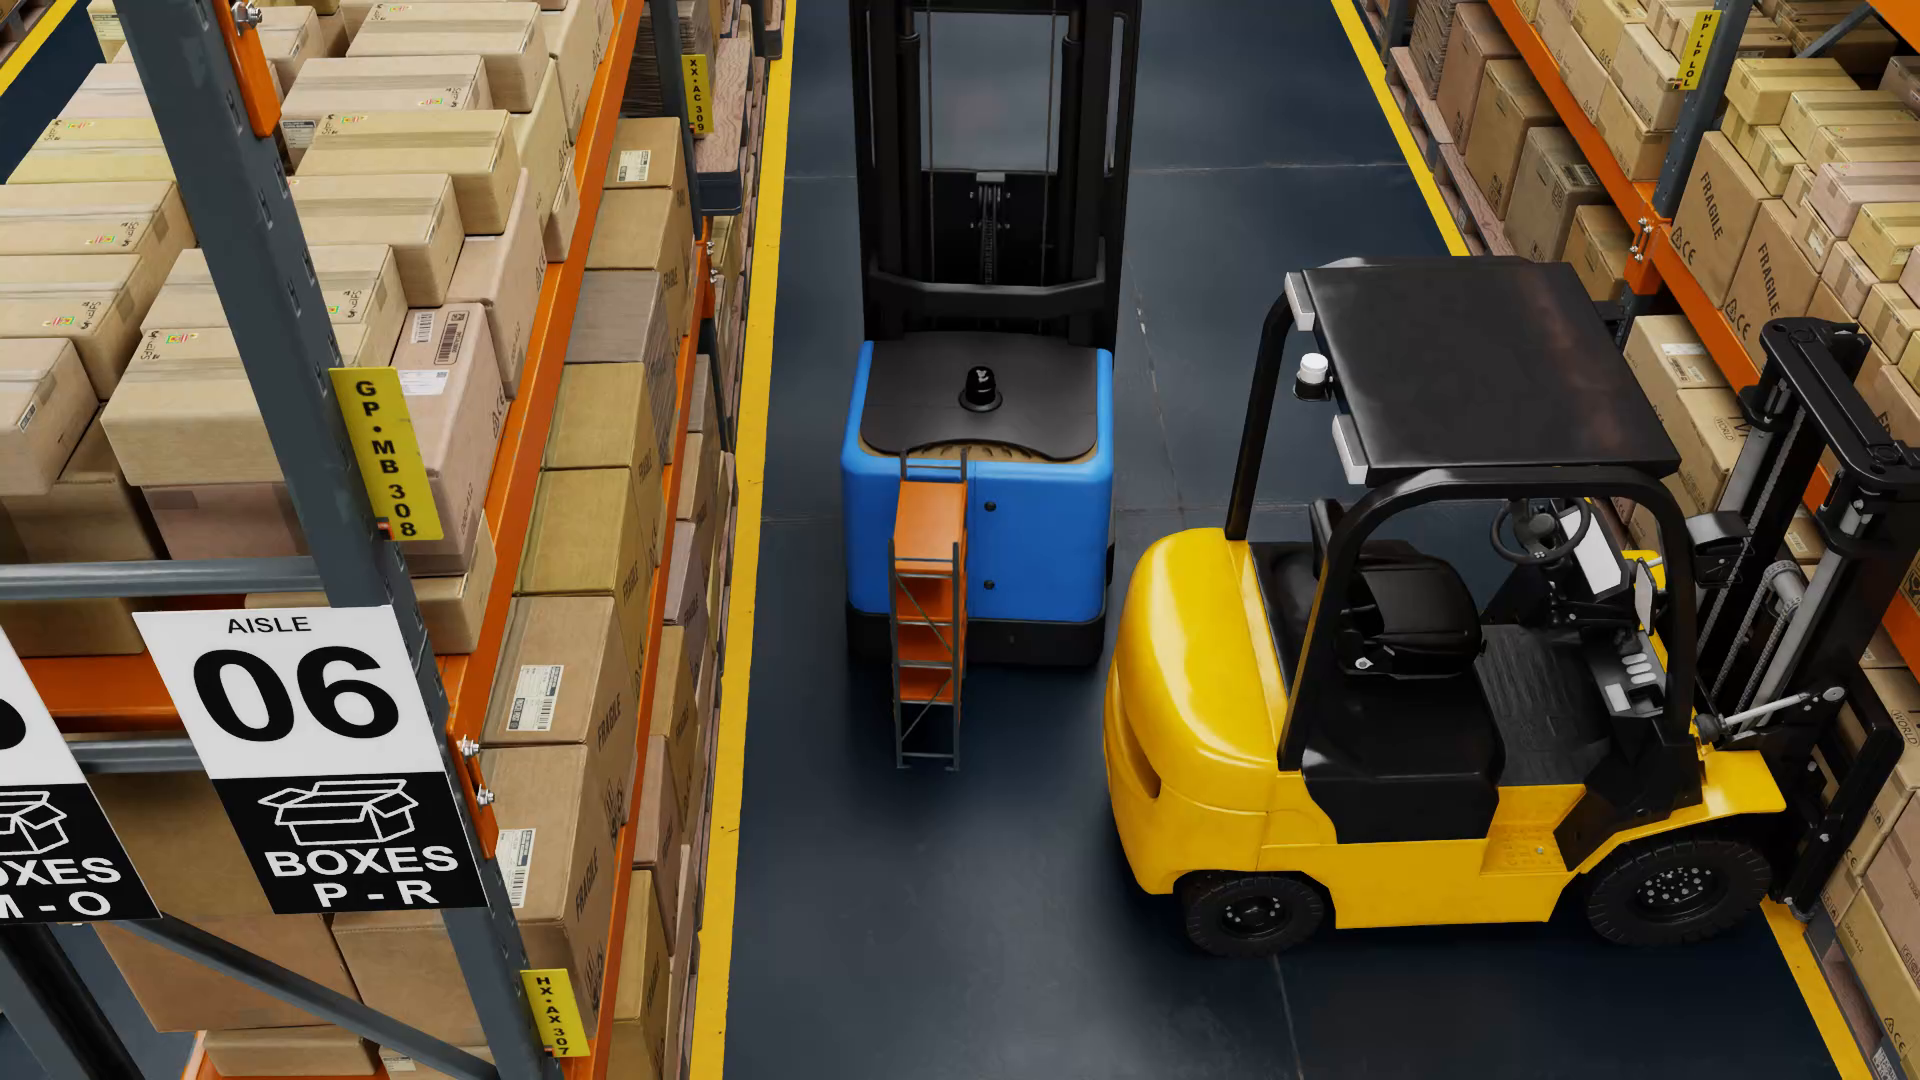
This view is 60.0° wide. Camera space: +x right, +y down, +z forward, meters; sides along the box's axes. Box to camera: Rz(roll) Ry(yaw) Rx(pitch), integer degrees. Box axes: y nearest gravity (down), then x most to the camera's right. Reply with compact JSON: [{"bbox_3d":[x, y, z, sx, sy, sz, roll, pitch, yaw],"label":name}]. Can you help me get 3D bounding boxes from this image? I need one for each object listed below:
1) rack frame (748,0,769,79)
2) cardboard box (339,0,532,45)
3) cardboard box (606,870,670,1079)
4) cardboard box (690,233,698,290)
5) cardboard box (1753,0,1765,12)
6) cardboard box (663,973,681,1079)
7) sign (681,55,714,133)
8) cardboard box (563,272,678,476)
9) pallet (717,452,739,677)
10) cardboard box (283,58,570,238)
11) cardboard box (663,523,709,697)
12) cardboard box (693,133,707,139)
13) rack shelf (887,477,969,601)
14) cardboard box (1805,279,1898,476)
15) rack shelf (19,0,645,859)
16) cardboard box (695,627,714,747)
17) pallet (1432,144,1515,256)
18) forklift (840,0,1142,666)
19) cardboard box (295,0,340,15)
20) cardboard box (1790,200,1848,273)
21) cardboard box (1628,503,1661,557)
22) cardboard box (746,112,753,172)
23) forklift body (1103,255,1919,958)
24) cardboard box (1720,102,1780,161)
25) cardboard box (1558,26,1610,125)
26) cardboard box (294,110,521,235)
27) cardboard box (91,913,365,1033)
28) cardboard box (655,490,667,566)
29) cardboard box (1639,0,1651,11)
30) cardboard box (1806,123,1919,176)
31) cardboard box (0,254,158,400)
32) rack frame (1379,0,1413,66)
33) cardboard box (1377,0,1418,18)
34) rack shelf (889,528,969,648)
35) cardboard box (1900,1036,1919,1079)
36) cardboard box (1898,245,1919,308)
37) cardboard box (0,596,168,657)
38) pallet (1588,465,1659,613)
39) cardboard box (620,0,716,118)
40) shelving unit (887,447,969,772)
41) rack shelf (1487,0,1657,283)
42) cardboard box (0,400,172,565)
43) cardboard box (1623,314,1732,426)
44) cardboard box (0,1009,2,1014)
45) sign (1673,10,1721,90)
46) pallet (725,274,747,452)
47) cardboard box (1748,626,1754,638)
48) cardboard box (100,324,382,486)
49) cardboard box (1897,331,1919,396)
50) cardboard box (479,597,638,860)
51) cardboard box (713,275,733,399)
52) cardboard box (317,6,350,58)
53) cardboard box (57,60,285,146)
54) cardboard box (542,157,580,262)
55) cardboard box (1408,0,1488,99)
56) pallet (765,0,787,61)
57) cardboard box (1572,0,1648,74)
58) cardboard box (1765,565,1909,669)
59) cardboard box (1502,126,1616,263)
[{"bbox_3d":[-1.725,-4.078,9.629,1.000,3.000,0.127,-2,43,-2],"label":"rack frame"},{"bbox_3d":[-1.230,-1.259,3.929,0.380,0.149,0.250,-1,43,-1],"label":"cardboard box"},{"bbox_3d":[-1.145,1.336,4.891,0.500,0.500,0.500,-3,43,-3],"label":"cardboard box"},{"bbox_3d":[-1.237,-1.077,6.541,0.380,0.149,0.250,-2,43,-2],"label":"cardboard box"},{"bbox_3d":[3.634,-2.394,7.237,0.380,0.149,0.250,-2,43,-2],"label":"cardboard box"},{"bbox_3d":[-1.143,1.629,5.127,0.500,0.250,0.500,-2,43,-2],"label":"cardboard box"},{"bbox_3d":[-1.014,-1.718,6.413,0.100,0.325,0.005,-2,43,-2],"label":"sign"},{"bbox_3d":[-1.233,-0.534,5.468,0.500,0.500,0.500,-1,43,-1],"label":"cardboard box"},{"bbox_3d":[-1.491,0.103,7.132,1.003,0.211,1.213,-2,43,-2],"label":"pallet"},{"bbox_3d":[-1.199,-0.873,3.803,0.500,0.250,0.500,0,43,-1],"label":"cardboard box"},{"bbox_3d":[-1.216,0.284,6.039,0.500,0.500,0.500,0,43,0],"label":"cardboard box"},{"bbox_3d":[-1.263,-1.822,7.043,0.380,0.149,0.250,-1,43,-1],"label":"cardboard box"},{"bbox_3d":[-0.110,-0.008,5.936,0.258,0.148,0.480,2,43,2],"label":"rack shelf"},{"bbox_3d":[3.223,-0.560,5.716,0.500,0.500,0.500,-2,43,-2],"label":"cardboard box"},{"bbox_3d":[-1.470,-0.868,4.439,1.077,0.370,4.000,-2,43,-2],"label":"rack shelf"},{"bbox_3d":[-1.212,0.575,6.277,0.500,0.250,0.500,-1,43,-1],"label":"cardboard box"},{"bbox_3d":[3.279,-1.817,9.225,1.003,0.211,1.213,-2,43,-2],"label":"pallet"},{"bbox_3d":[0.146,-1.556,6.928,1.130,2.935,3.031,2,43,3],"label":"forklift"},{"bbox_3d":[-1.719,-1.416,4.100,0.380,0.149,0.250,-1,43,-1],"label":"cardboard box"},{"bbox_3d":[3.142,-1.057,5.779,0.380,0.149,0.250,-1,43,-1],"label":"cardboard box"},{"bbox_3d":[3.130,0.014,6.888,0.500,0.250,0.500,-3,43,-3],"label":"cardboard box"},{"bbox_3d":[-1.672,-2.385,9.415,0.950,0.372,0.625,-2,43,-3],"label":"cardboard box"},{"bbox_3d":[1.670,0.263,5.521,2.313,2.155,1.214,-2,43,-2],"label":"forklift body"},{"bbox_3d":[3.155,-1.576,6.345,0.380,0.149,0.250,-2,43,-2],"label":"cardboard box"},{"bbox_3d":[3.094,-2.139,7.625,0.500,0.250,0.500,-2,43,-2],"label":"cardboard box"},{"bbox_3d":[-1.109,-0.742,3.365,0.380,0.149,0.250,-2,43,-2],"label":"cardboard box"},{"bbox_3d":[-1.684,0.818,3.994,0.500,0.500,0.500,-2,43,-3],"label":"cardboard box"},{"bbox_3d":[-1.163,-0.045,5.415,0.380,0.149,0.250,-1,43,-1],"label":"cardboard box"},{"bbox_3d":[3.181,-2.363,7.204,0.380,0.149,0.250,-2,43,-2],"label":"cardboard box"},{"bbox_3d":[3.242,-1.339,5.866,0.380,0.149,0.250,-2,43,-3],"label":"cardboard box"},{"bbox_3d":[-1.667,-0.380,2.970,0.380,0.149,0.250,-1,43,-1],"label":"cardboard box"},{"bbox_3d":[3.234,-4.223,9.787,1.000,3.000,0.127,-2,43,-2],"label":"rack frame"},{"bbox_3d":[3.001,-3.736,10.795,0.500,0.500,0.500,-1,43,-1],"label":"cardboard box"},{"bbox_3d":[-0.109,0.165,6.097,0.258,0.148,0.480,2,43,2],"label":"rack shelf"},{"bbox_3d":[3.238,1.728,5.018,0.500,0.250,0.500,-1,43,-1],"label":"cardboard box"},{"bbox_3d":[3.255,-0.817,5.297,0.380,0.149,0.250,-2,43,-2],"label":"cardboard box"},{"bbox_3d":[-1.680,0.077,3.062,0.380,0.149,0.250,-1,43,-2],"label":"cardboard box"},{"bbox_3d":[3.396,0.043,7.196,1.003,0.211,1.213,-2,43,-2],"label":"pallet"},{"bbox_3d":[-1.289,-2.004,6.761,0.500,0.500,0.500,-1,43,-1],"label":"cardboard box"},{"bbox_3d":[-0.109,0.280,6.203,0.258,1.200,0.503,2,43,2],"label":"shelving unit"},{"bbox_3d":[3.319,-2.608,8.557,1.077,0.370,4.000,-2,43,-2],"label":"rack shelf"},{"bbox_3d":[-1.676,-0.175,3.042,0.500,0.250,0.500,-2,43,-2],"label":"cardboard box"},{"bbox_3d":[3.111,-0.697,6.924,0.500,0.250,0.500,-2,43,-2],"label":"cardboard box"},{"bbox_3d":[-3.459,1.547,5.602,0.380,0.149,0.250,19,46,20],"label":"cardboard box"},{"bbox_3d":[2.862,-1.898,6.452,0.100,0.325,0.005,-2,43,-2],"label":"sign"},{"bbox_3d":[-1.590,-0.875,8.199,1.003,0.211,1.213,-2,43,-2],"label":"pallet"},{"bbox_3d":[3.170,0.508,5.980,0.500,0.250,0.500,-2,43,-2],"label":"cardboard box"},{"bbox_3d":[-1.197,-0.230,2.807,0.380,0.149,0.250,-2,43,-2],"label":"cardboard box"},{"bbox_3d":[3.200,-0.532,5.206,0.380,0.149,0.250,-2,43,-3],"label":"cardboard box"},{"bbox_3d":[-1.154,0.499,4.342,0.500,0.500,0.500,0,43,0],"label":"cardboard box"},{"bbox_3d":[-1.580,-0.918,7.815,0.950,0.372,0.625,-1,43,-1],"label":"cardboard box"},{"bbox_3d":[-1.747,-1.206,4.166,0.500,0.250,0.500,-1,43,-1],"label":"cardboard box"},{"bbox_3d":[-1.659,-0.889,3.526,0.380,0.149,0.250,-2,43,-2],"label":"cardboard box"},{"bbox_3d":[-1.134,-0.796,4.014,0.380,0.149,0.250,-1,43,-1],"label":"cardboard box"},{"bbox_3d":[3.247,-3.081,9.988,0.875,0.625,0.625,0,43,0],"label":"cardboard box"},{"bbox_3d":[-1.683,-3.585,11.154,1.003,0.211,1.213,-2,43,-2],"label":"pallet"},{"bbox_3d":[3.098,-2.323,7.455,0.500,0.250,0.500,-3,43,-3],"label":"cardboard box"},{"bbox_3d":[3.170,0.339,5.794,0.500,0.250,0.500,-2,43,-3],"label":"cardboard box"},{"bbox_3d":[3.345,-1.678,8.457,0.875,0.625,0.625,-2,43,-2],"label":"cardboard box"}]
